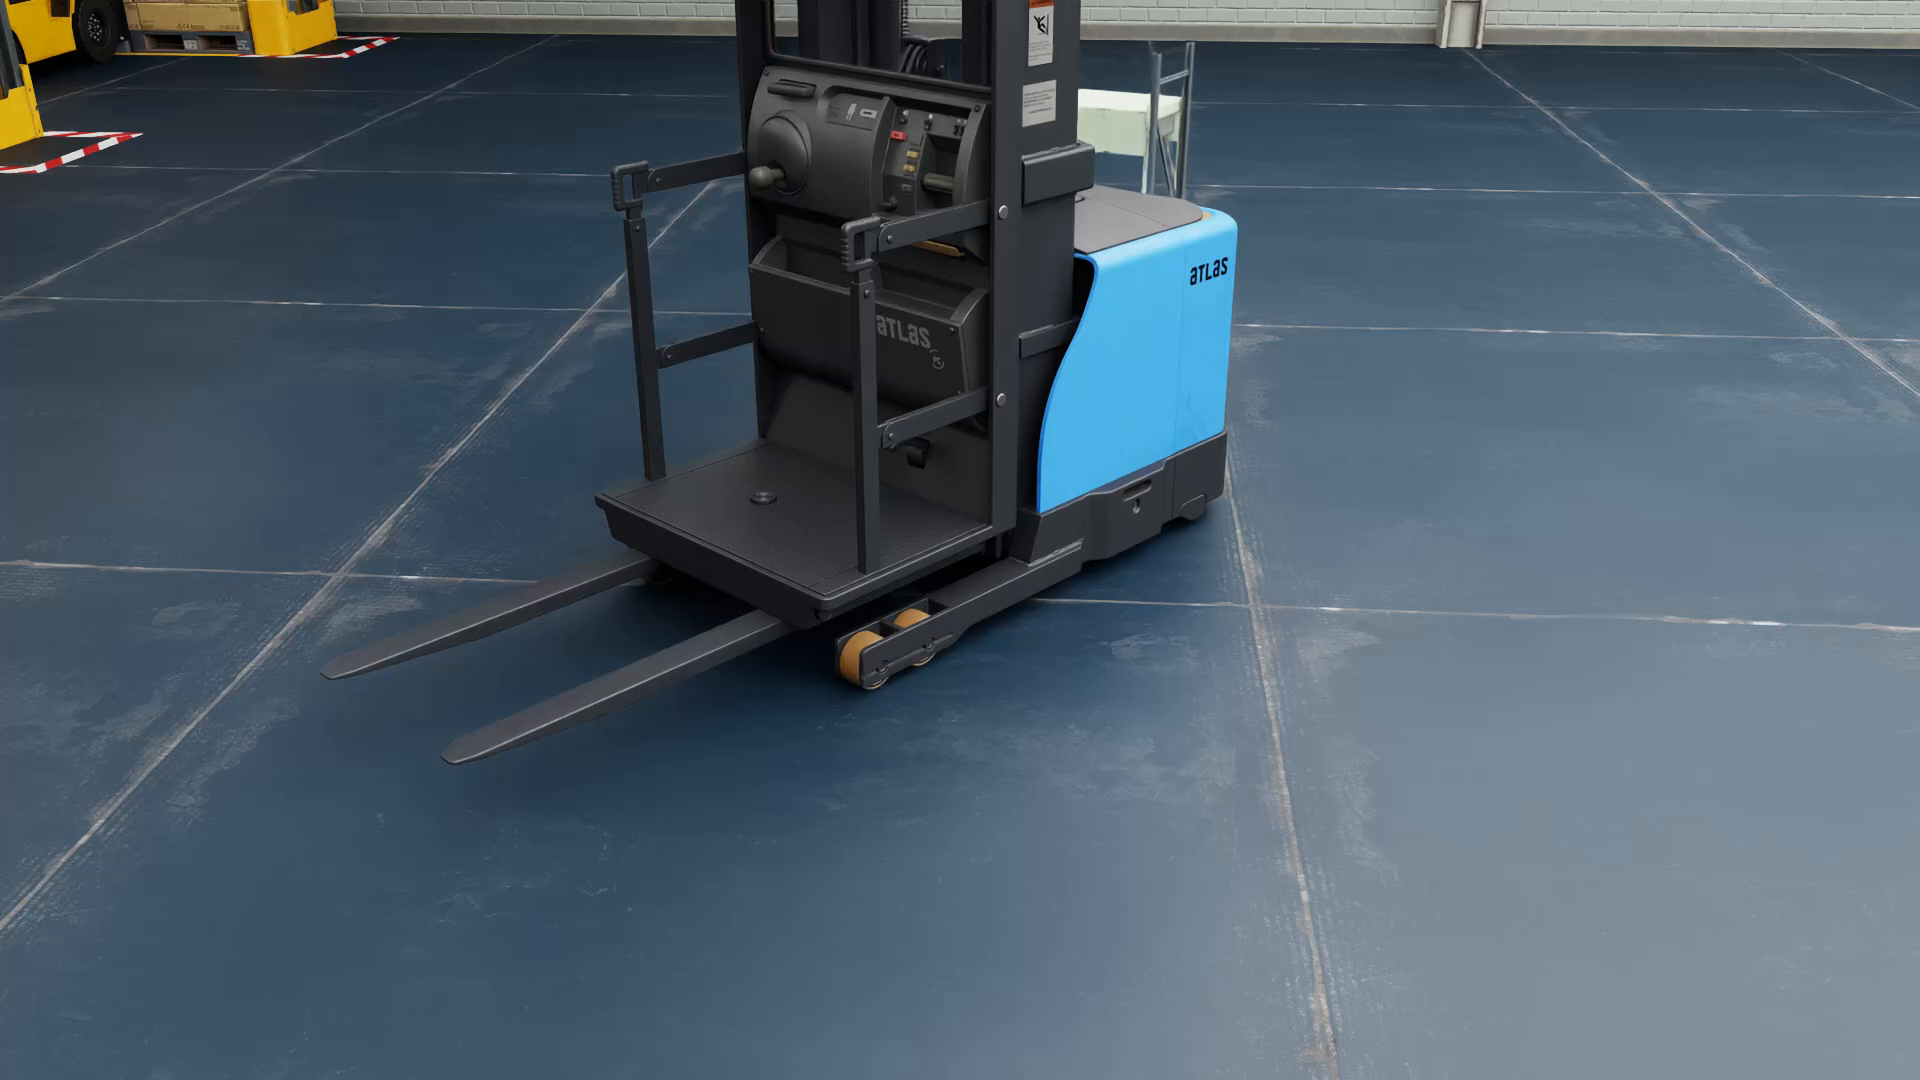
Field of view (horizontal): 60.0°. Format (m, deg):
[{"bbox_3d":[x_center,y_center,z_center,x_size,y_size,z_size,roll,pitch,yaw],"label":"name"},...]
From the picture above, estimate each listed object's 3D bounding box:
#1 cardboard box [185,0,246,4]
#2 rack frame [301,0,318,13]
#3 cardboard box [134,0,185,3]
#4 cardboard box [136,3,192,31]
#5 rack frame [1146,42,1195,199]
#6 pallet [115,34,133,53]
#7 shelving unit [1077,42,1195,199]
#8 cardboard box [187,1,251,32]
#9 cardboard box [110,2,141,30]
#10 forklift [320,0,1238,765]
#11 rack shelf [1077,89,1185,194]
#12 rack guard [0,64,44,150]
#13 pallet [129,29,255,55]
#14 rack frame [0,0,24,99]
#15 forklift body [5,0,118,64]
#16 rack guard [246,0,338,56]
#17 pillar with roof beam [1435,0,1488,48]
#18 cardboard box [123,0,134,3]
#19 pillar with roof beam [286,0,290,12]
[{"bbox_3d":[-6.986,-5.229,15.714,0.500,0.250,0.500,2,25,3],"label":"cardboard box"},{"bbox_3d":[-6.477,-6.175,15.581,0.127,3.000,1.000,2,25,4],"label":"rack frame"},{"bbox_3d":[-7.485,-5.249,15.759,0.500,0.250,0.500,2,25,3],"label":"cardboard box"},{"bbox_3d":[-7.464,-5.020,15.858,0.500,0.250,0.500,2,25,4],"label":"cardboard box"},{"bbox_3d":[0.764,-1.089,6.305,0.023,1.500,0.400,12,25,23],"label":"rack frame"},{"bbox_3d":[-8.455,-4.955,16.267,1.213,0.211,1.003,2,25,4],"label":"pallet"},{"bbox_3d":[0.435,-1.156,6.451,0.755,1.500,0.431,12,25,23],"label":"shelving unit"},{"bbox_3d":[-6.969,-5.000,15.815,0.500,0.250,0.500,2,25,4],"label":"cardboard box"},{"bbox_3d":[-7.962,-5.040,15.901,0.500,0.250,0.500,2,25,5],"label":"cardboard box"},{"bbox_3d":[-0.433,-1.141,4.722,1.130,2.935,3.031,22,32,39],"label":"forklift"},{"bbox_3d":[0.440,-1.515,6.297,0.720,0.370,0.431,12,25,23],"label":"rack shelf"},{"bbox_3d":[-6.929,-2.973,11.613,0.348,0.500,1.175,2,25,4],"label":"rack guard"},{"bbox_3d":[-7.242,-4.915,16.179,1.213,0.211,1.003,2,25,4],"label":"pallet"},{"bbox_3d":[-6.853,-4.106,11.085,0.127,3.000,1.000,2,25,4],"label":"rack frame"},{"bbox_3d":[-8.507,-5.090,14.238,1.214,2.155,2.313,2,25,4],"label":"forklift body"},{"bbox_3d":[-6.453,-5.039,16.102,0.348,0.500,1.175,2,25,4],"label":"rack guard"},{"bbox_3d":[4.533,-7.120,10.458,0.400,9.000,9.100,2,25,4],"label":"pillar with roof beam"},{"bbox_3d":[-8.001,-5.257,15.776,0.500,0.250,0.500,1,25,3],"label":"cardboard box"},{"bbox_3d":[-7.431,-7.504,11.293,0.400,9.000,9.100,2,25,4],"label":"pillar with roof beam"}]
